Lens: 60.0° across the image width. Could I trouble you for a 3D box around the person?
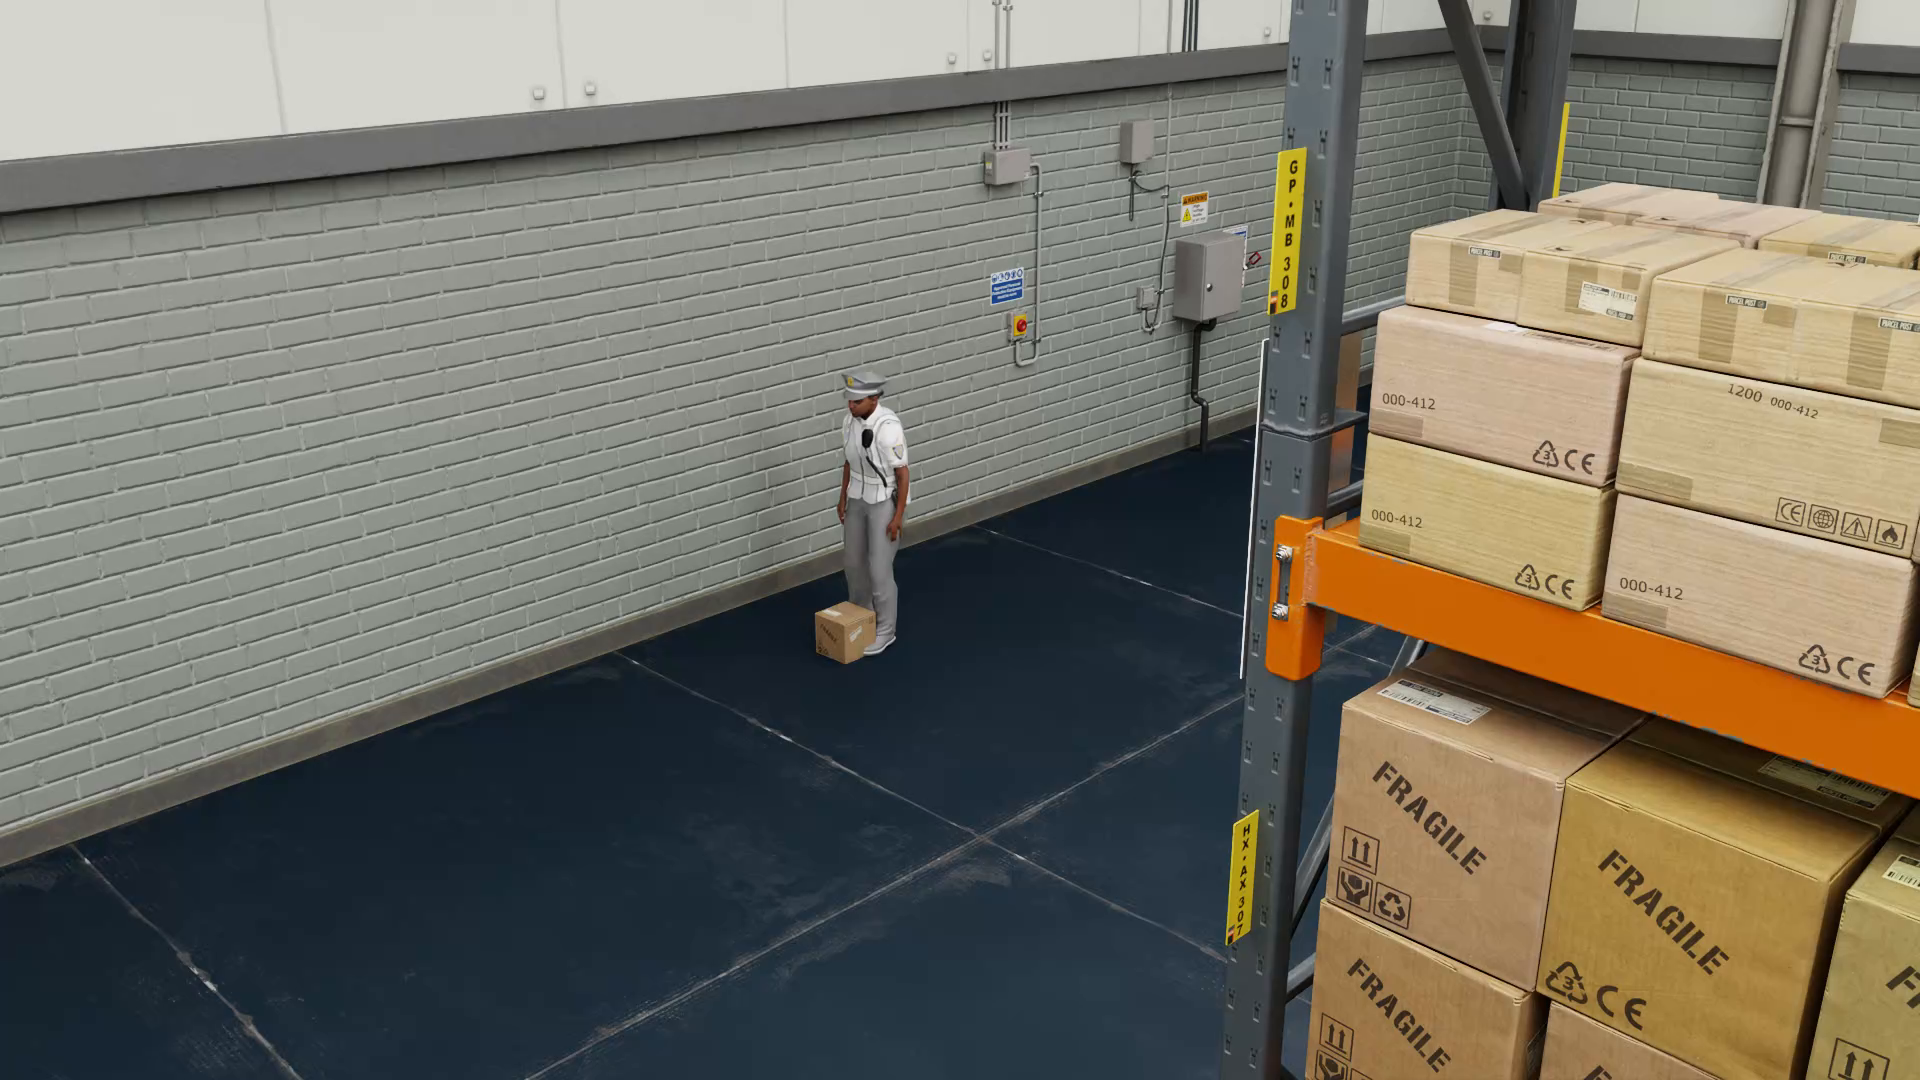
[{"bbox_3d":[-0.515,-0.179,9.556,0.517,1.657,0.417,18,27,40],"label":"person"}]
